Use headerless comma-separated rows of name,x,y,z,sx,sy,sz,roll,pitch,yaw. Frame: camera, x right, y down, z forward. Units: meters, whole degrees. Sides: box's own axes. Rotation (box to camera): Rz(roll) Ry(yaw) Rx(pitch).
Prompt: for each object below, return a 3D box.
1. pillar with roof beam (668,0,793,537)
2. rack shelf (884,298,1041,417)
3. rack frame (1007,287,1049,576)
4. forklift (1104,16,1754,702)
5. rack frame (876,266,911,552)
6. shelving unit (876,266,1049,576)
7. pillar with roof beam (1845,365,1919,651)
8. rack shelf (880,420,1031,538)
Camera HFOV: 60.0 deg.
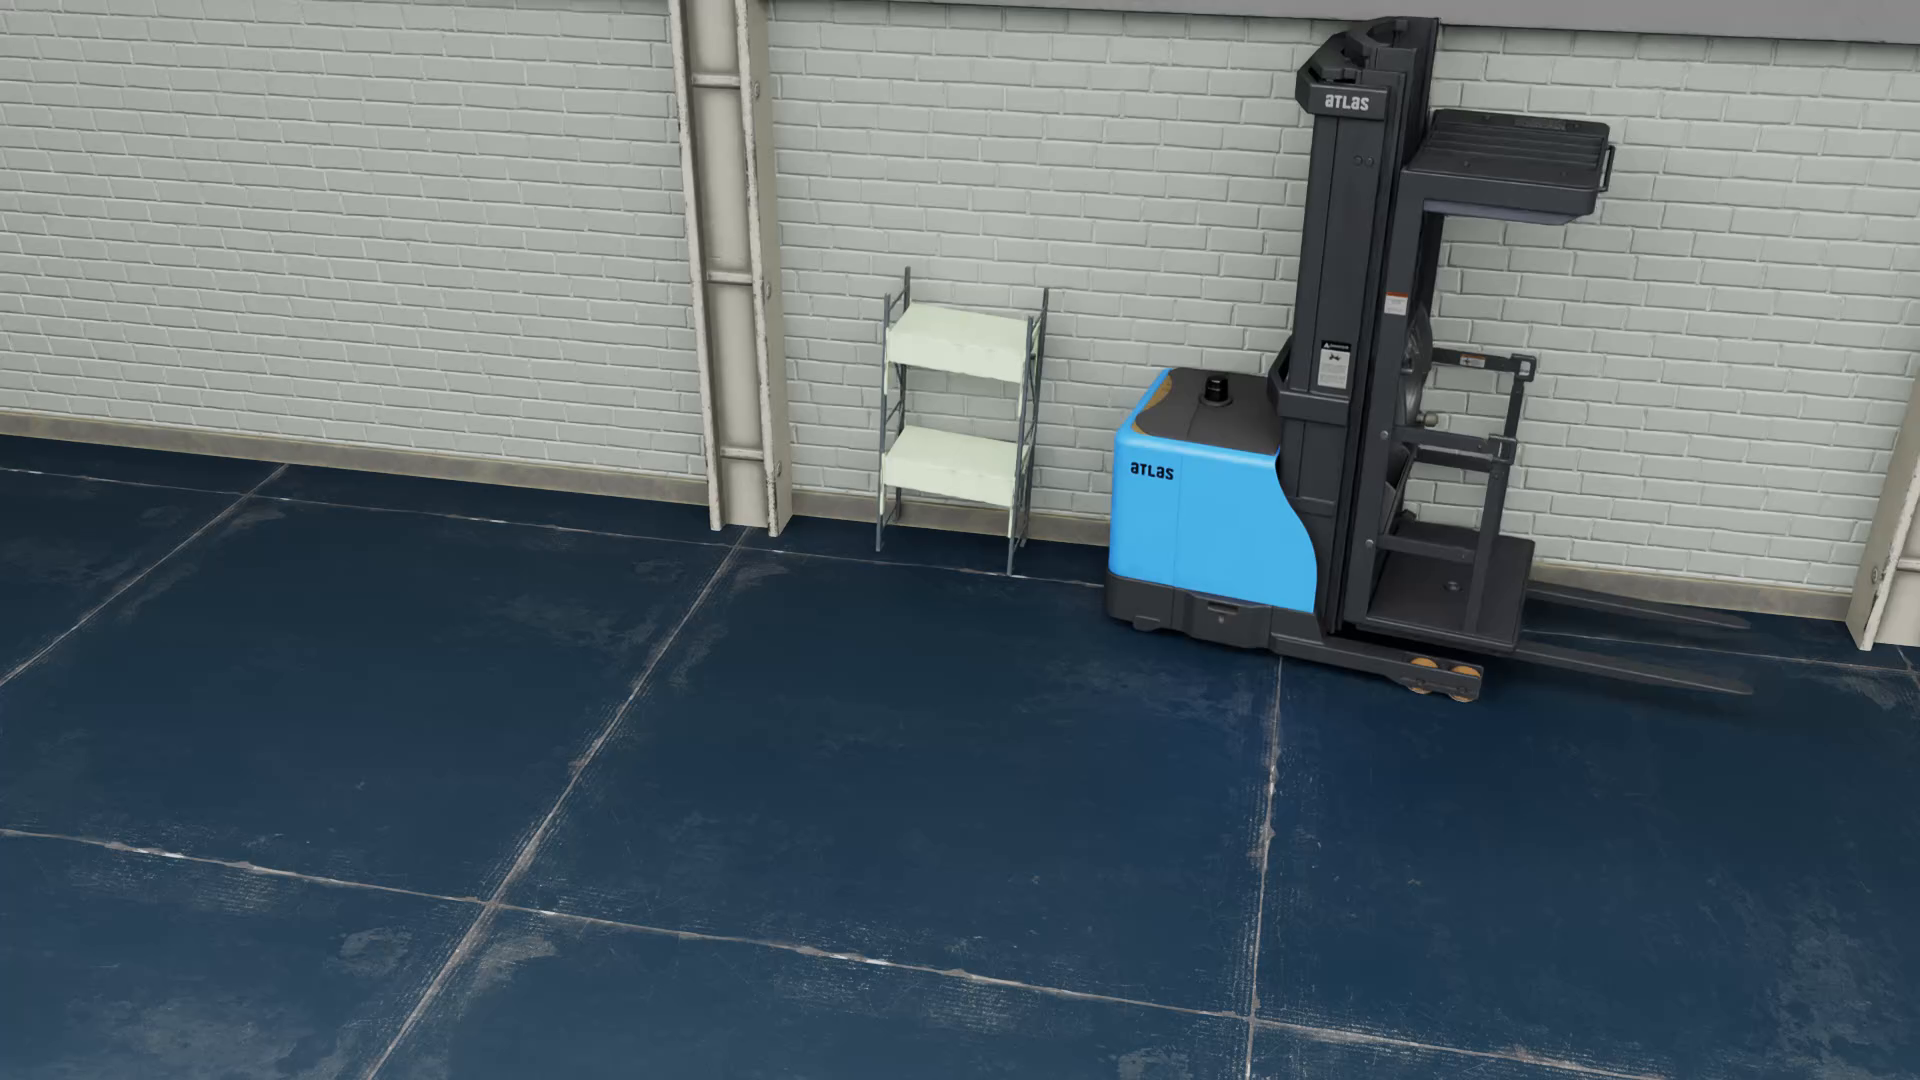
pillar with roof beam,-2.077,-2.036,3.598,0.400,9.000,9.100,6,29,11
rack shelf,0.020,-0.943,8.535,0.720,0.370,0.431,10,32,11
rack frame,0.352,-0.545,8.669,0.023,1.500,0.400,10,32,11
forklift,2.300,-0.810,7.678,3.031,2.935,1.130,11,30,19
rack frame,-0.355,-0.675,8.807,0.023,1.500,0.400,10,32,11
shelving unit,-0.002,-0.610,8.738,0.755,1.500,0.431,10,32,11
pillar with roof beam,3.791,-1.434,2.499,0.400,9.000,9.100,6,29,11
rack shelf,-0.020,-0.332,8.908,0.720,0.370,0.431,10,32,11
